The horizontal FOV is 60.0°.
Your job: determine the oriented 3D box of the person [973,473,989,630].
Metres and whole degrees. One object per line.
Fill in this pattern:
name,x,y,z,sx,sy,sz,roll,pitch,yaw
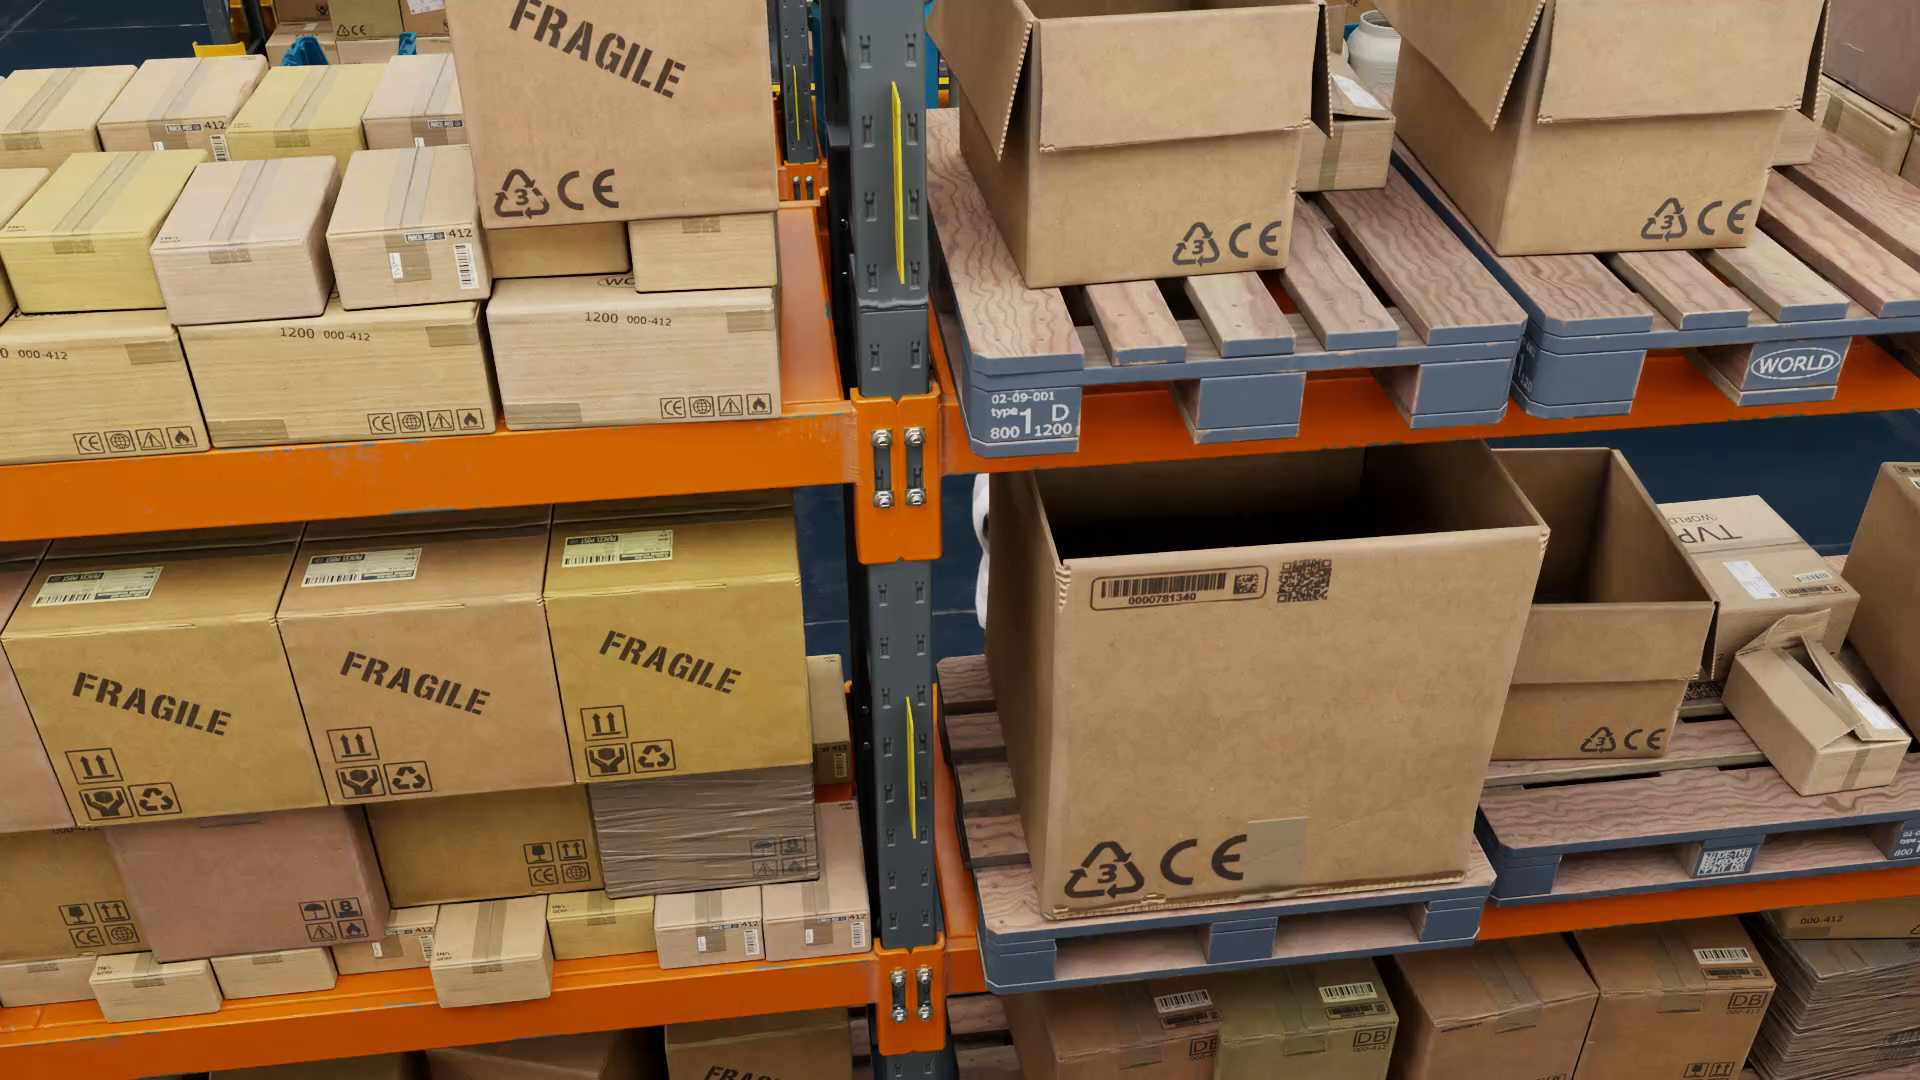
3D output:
person,0.222,0.223,5.806,0.359,1.776,0.548,1,34,1
